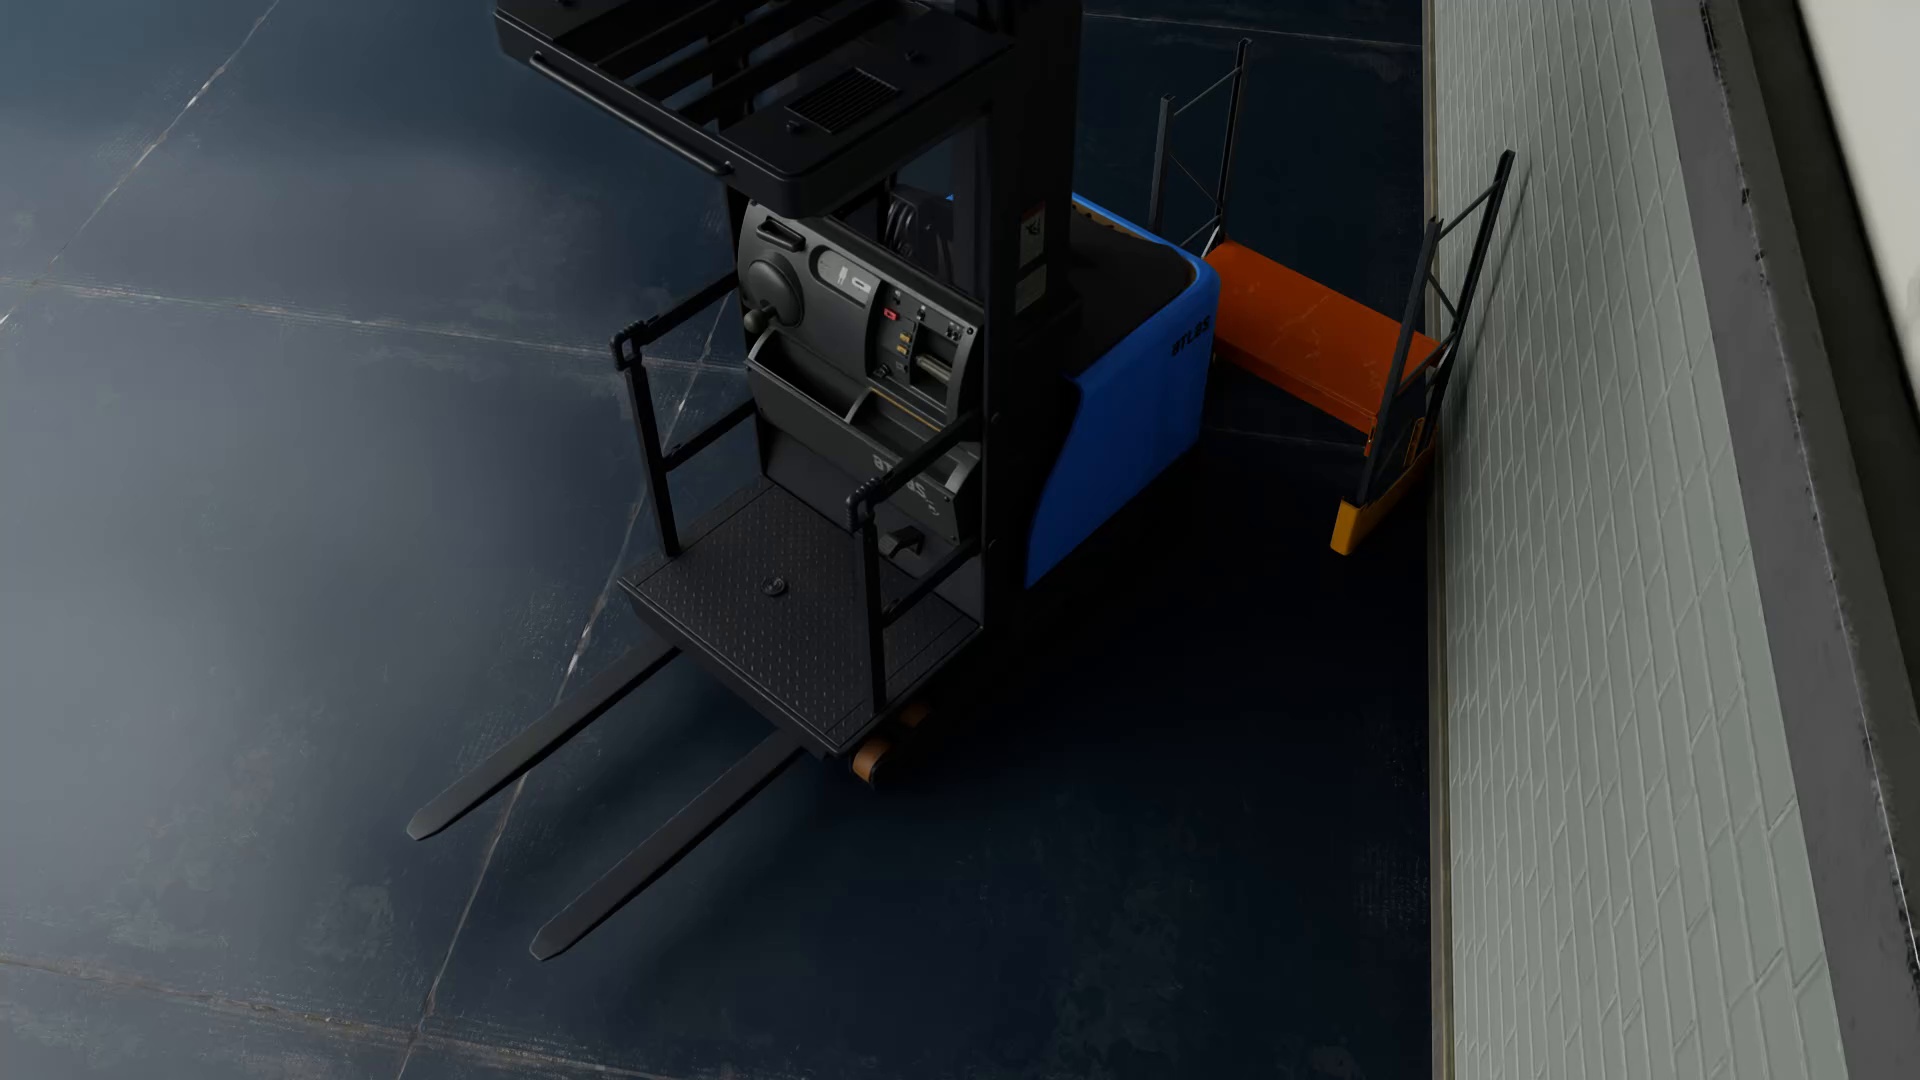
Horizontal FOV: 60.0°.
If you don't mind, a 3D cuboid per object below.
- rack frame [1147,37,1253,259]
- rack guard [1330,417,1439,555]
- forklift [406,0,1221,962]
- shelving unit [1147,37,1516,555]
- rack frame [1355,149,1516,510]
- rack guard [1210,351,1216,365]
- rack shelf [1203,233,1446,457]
[{"bbox_3d":[0.847,-1.108,6.238,0.032,1.500,0.500,33,56,26],"label":"rack frame"},{"bbox_3d":[1.601,-0.205,6.266,0.087,0.250,0.587,33,56,26],"label":"rack guard"},{"bbox_3d":[-0.456,-0.603,4.822,1.130,2.935,3.031,34,56,27],"label":"forklift"},{"bbox_3d":[1.224,-0.865,6.019,1.083,1.500,0.587,33,56,26],"label":"shelving unit"},{"bbox_3d":[1.615,-0.613,5.793,0.032,1.500,0.500,33,56,26],"label":"rack frame"},{"bbox_3d":[0.848,-0.690,6.702,0.087,0.250,0.587,33,56,26],"label":"rack guard"},{"bbox_3d":[1.231,-0.741,6.149,1.000,0.185,0.538,33,56,26],"label":"rack shelf"}]
